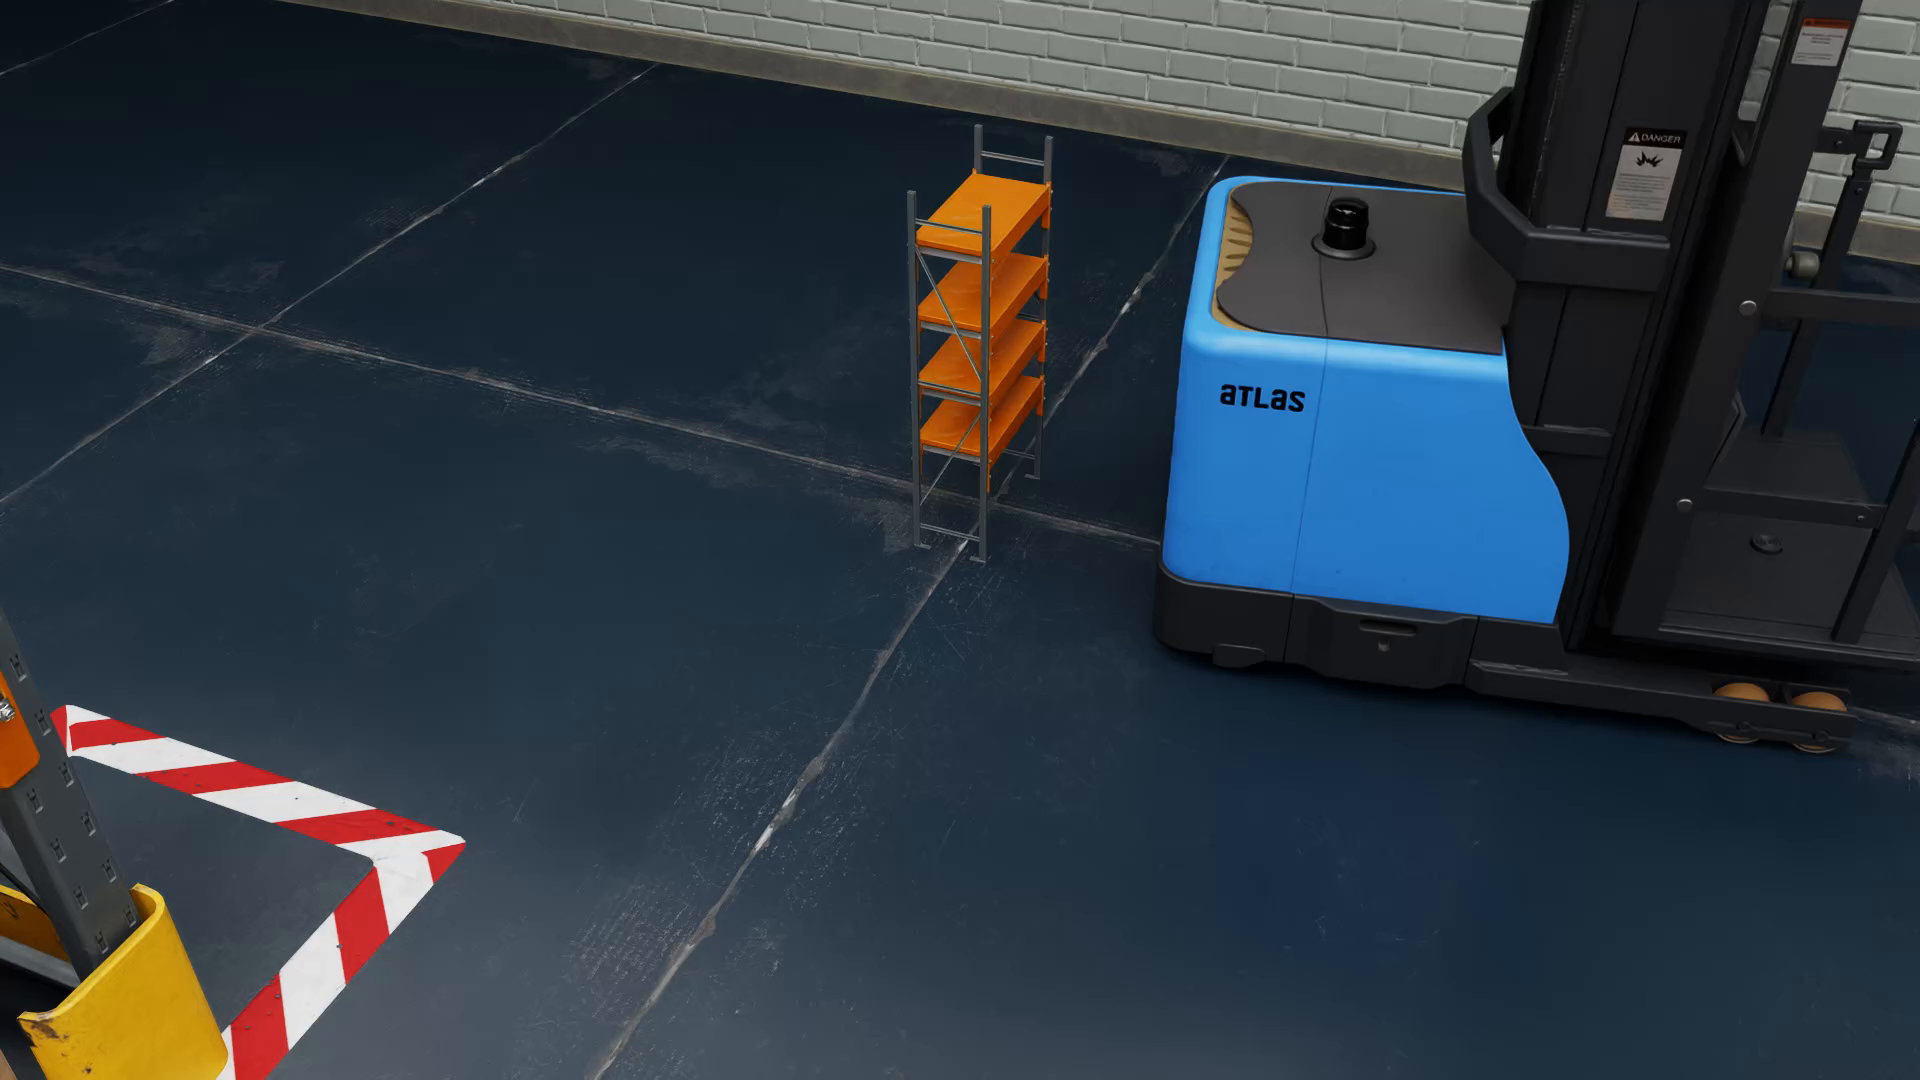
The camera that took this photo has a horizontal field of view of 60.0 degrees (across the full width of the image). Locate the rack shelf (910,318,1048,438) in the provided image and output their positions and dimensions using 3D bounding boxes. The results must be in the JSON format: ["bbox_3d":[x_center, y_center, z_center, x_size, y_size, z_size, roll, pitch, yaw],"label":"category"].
[{"bbox_3d":[0.063,-0.518,5.054,0.258,0.148,0.480,14,39,18],"label":"rack shelf"}]

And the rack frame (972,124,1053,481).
[{"bbox_3d":[0.156,-0.707,5.194,0.240,1.200,0.015,14,39,18],"label":"rack frame"}]

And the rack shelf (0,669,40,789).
[{"bbox_3d":[-2.947,1.255,1.666,1.077,0.370,4.000,14,39,18],"label":"rack shelf"}]

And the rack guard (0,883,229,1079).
[{"bbox_3d":[-2.215,0.903,3.625,1.175,0.500,0.348,14,39,18],"label":"rack guard"}]

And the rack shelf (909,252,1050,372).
[{"bbox_3d":[0.063,-0.698,4.920,0.258,0.148,0.480,14,39,18],"label":"rack shelf"}]

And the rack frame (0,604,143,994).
[{"bbox_3d":[-2.186,-0.141,2.933,1.000,3.000,0.127,14,39,18],"label":"rack frame"}]

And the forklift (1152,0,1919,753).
[{"bbox_3d":[2.122,-0.948,4.070,3.031,2.935,1.130,7,37,9],"label":"forklift"}]

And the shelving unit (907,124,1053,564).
[{"bbox_3d":[0.063,-0.572,5.013,0.258,1.200,0.503,14,39,18],"label":"shelving unit"}]

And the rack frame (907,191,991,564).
[{"bbox_3d":[-0.030,-0.437,4.833,0.240,1.200,0.015,14,39,18],"label":"rack frame"}]

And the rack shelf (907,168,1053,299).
[{"bbox_3d":[0.063,-0.887,4.778,0.258,0.148,0.480,14,39,18],"label":"rack shelf"}]

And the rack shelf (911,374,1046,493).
[{"bbox_3d":[0.063,-0.359,5.173,0.258,0.148,0.480,14,39,18],"label":"rack shelf"}]
